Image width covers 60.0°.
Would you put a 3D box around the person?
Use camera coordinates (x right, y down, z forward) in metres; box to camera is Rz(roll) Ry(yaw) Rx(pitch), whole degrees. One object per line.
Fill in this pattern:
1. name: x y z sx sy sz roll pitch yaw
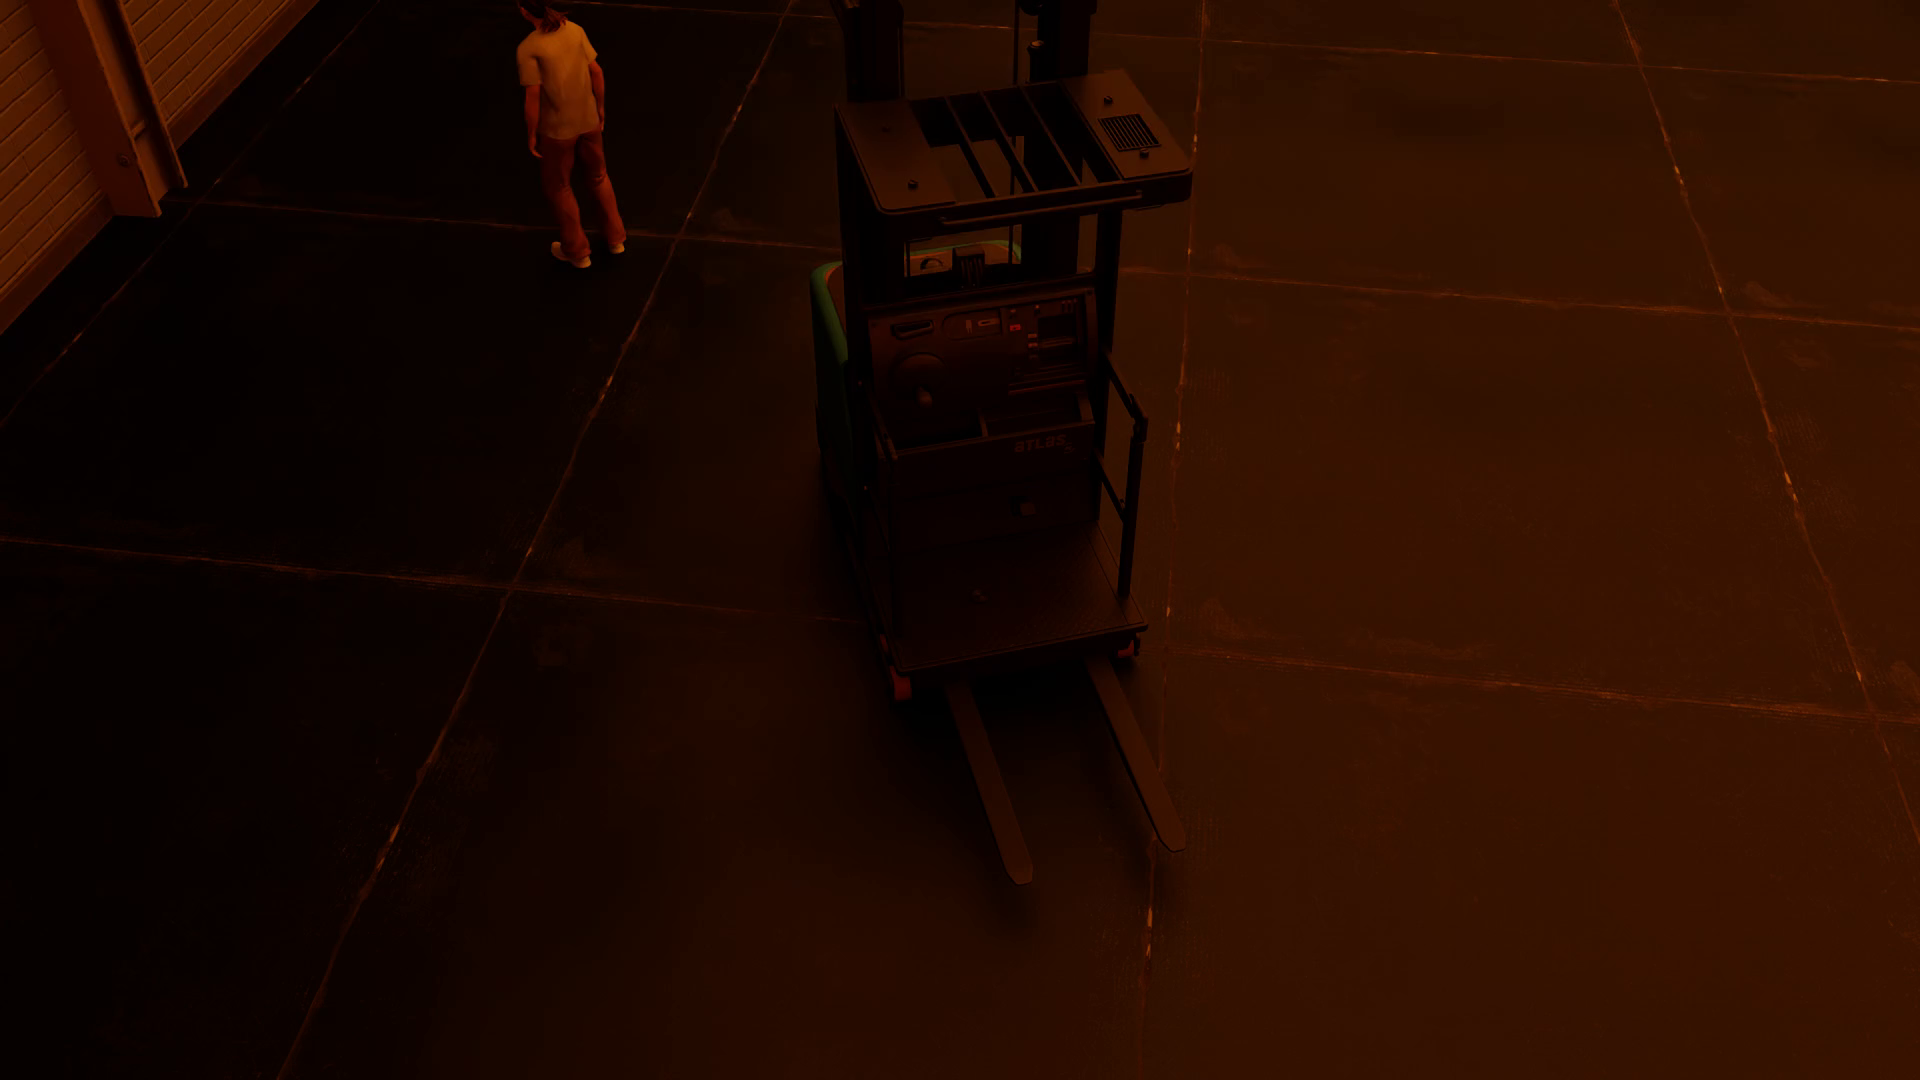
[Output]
1. person: -2.168 -2.281 9.140 0.514 1.671 0.365 -32 51 -30

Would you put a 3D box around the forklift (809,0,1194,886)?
1. forklift: 0.153 -0.681 6.465 1.130 2.935 3.031 -10 44 -11
